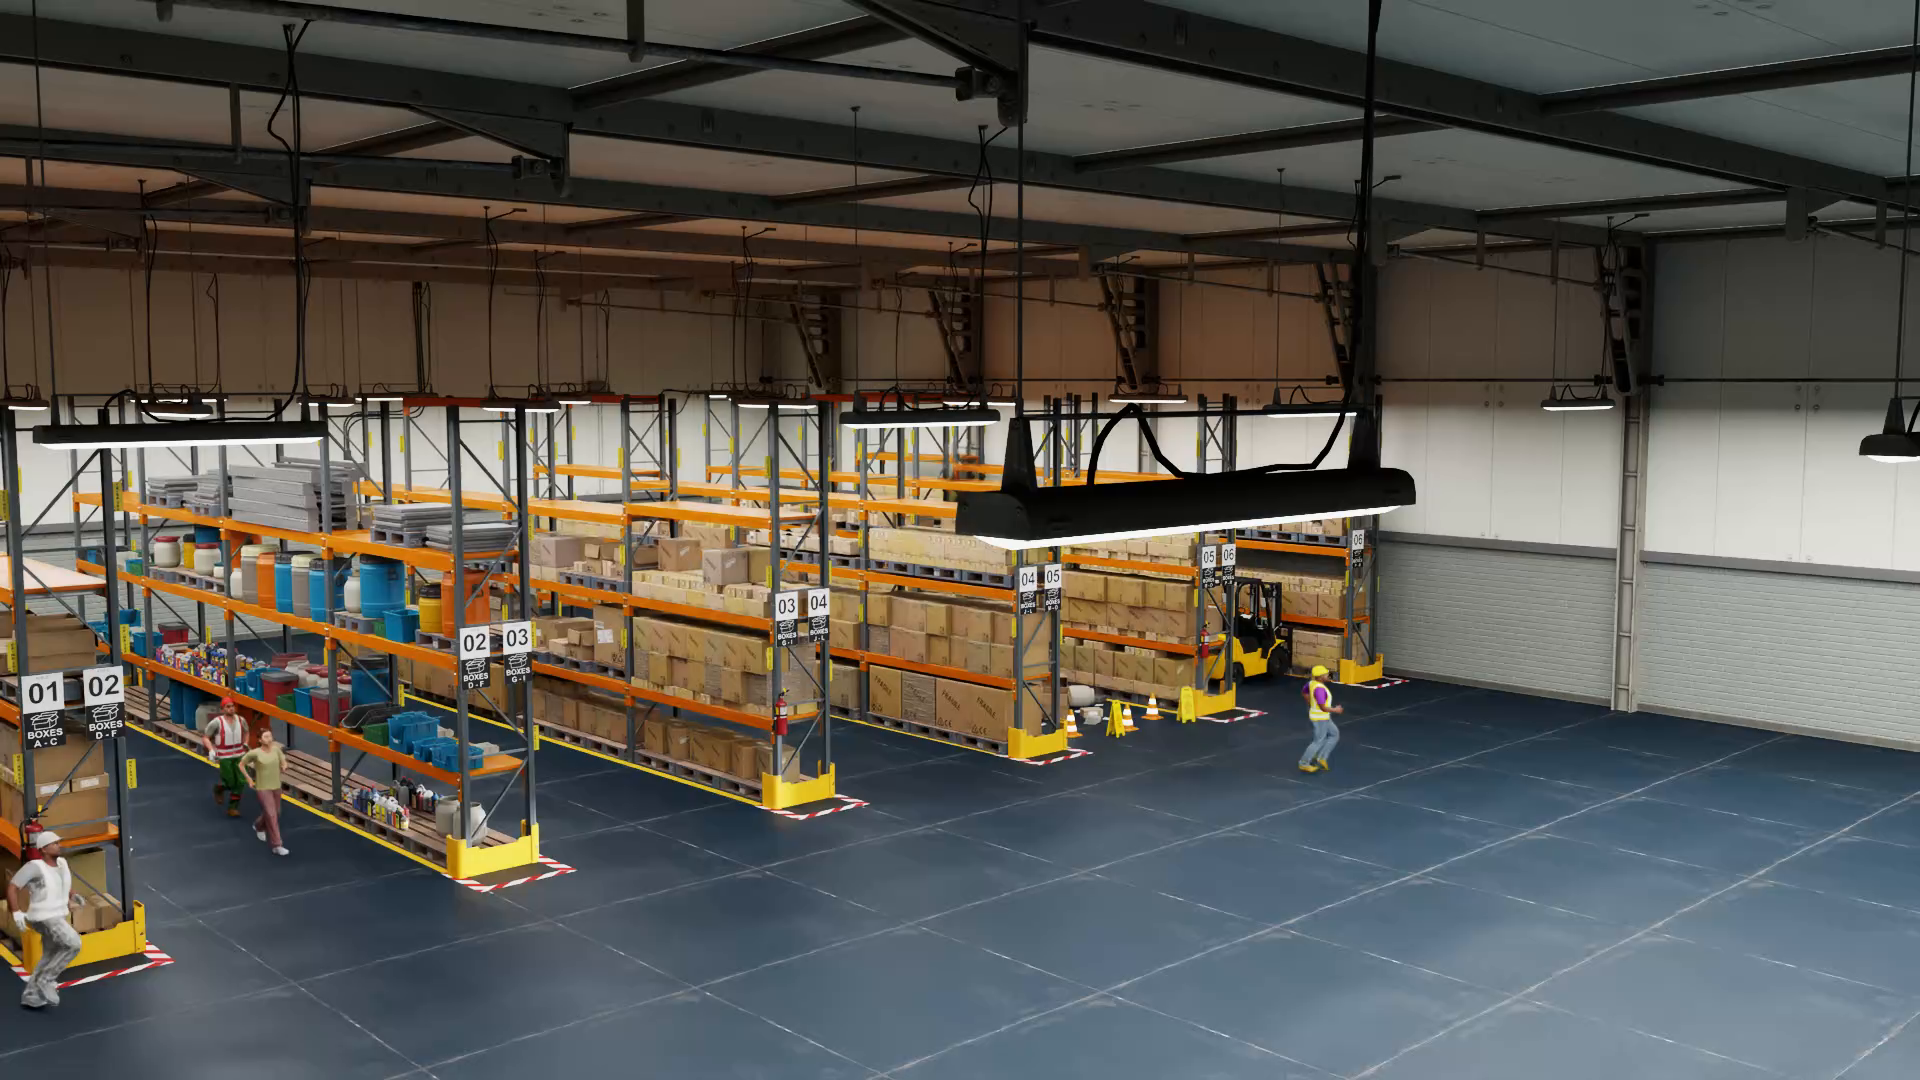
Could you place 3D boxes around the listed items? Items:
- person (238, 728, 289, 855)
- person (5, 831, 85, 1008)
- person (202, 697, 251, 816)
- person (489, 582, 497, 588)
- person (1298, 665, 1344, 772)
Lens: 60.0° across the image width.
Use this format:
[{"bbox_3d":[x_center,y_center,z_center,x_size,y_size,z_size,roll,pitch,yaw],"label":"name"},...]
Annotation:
[{"bbox_3d":[-9.273,3.333,22.270,0.964,1.642,0.580,4,7,37],"label":"person"},{"bbox_3d":[-9.201,3.826,16.889,0.644,1.711,0.713,0,6,-1],"label":"person"},{"bbox_3d":[-10.611,3.139,24.160,0.601,1.739,0.659,5,8,43],"label":"person"},{"bbox_3d":[-11.024,1.770,39.182,0.615,1.590,0.569,0,6,2],"label":"person"},{"bbox_3d":[5.820,2.885,26.801,0.700,1.766,0.709,1,6,6],"label":"person"}]
